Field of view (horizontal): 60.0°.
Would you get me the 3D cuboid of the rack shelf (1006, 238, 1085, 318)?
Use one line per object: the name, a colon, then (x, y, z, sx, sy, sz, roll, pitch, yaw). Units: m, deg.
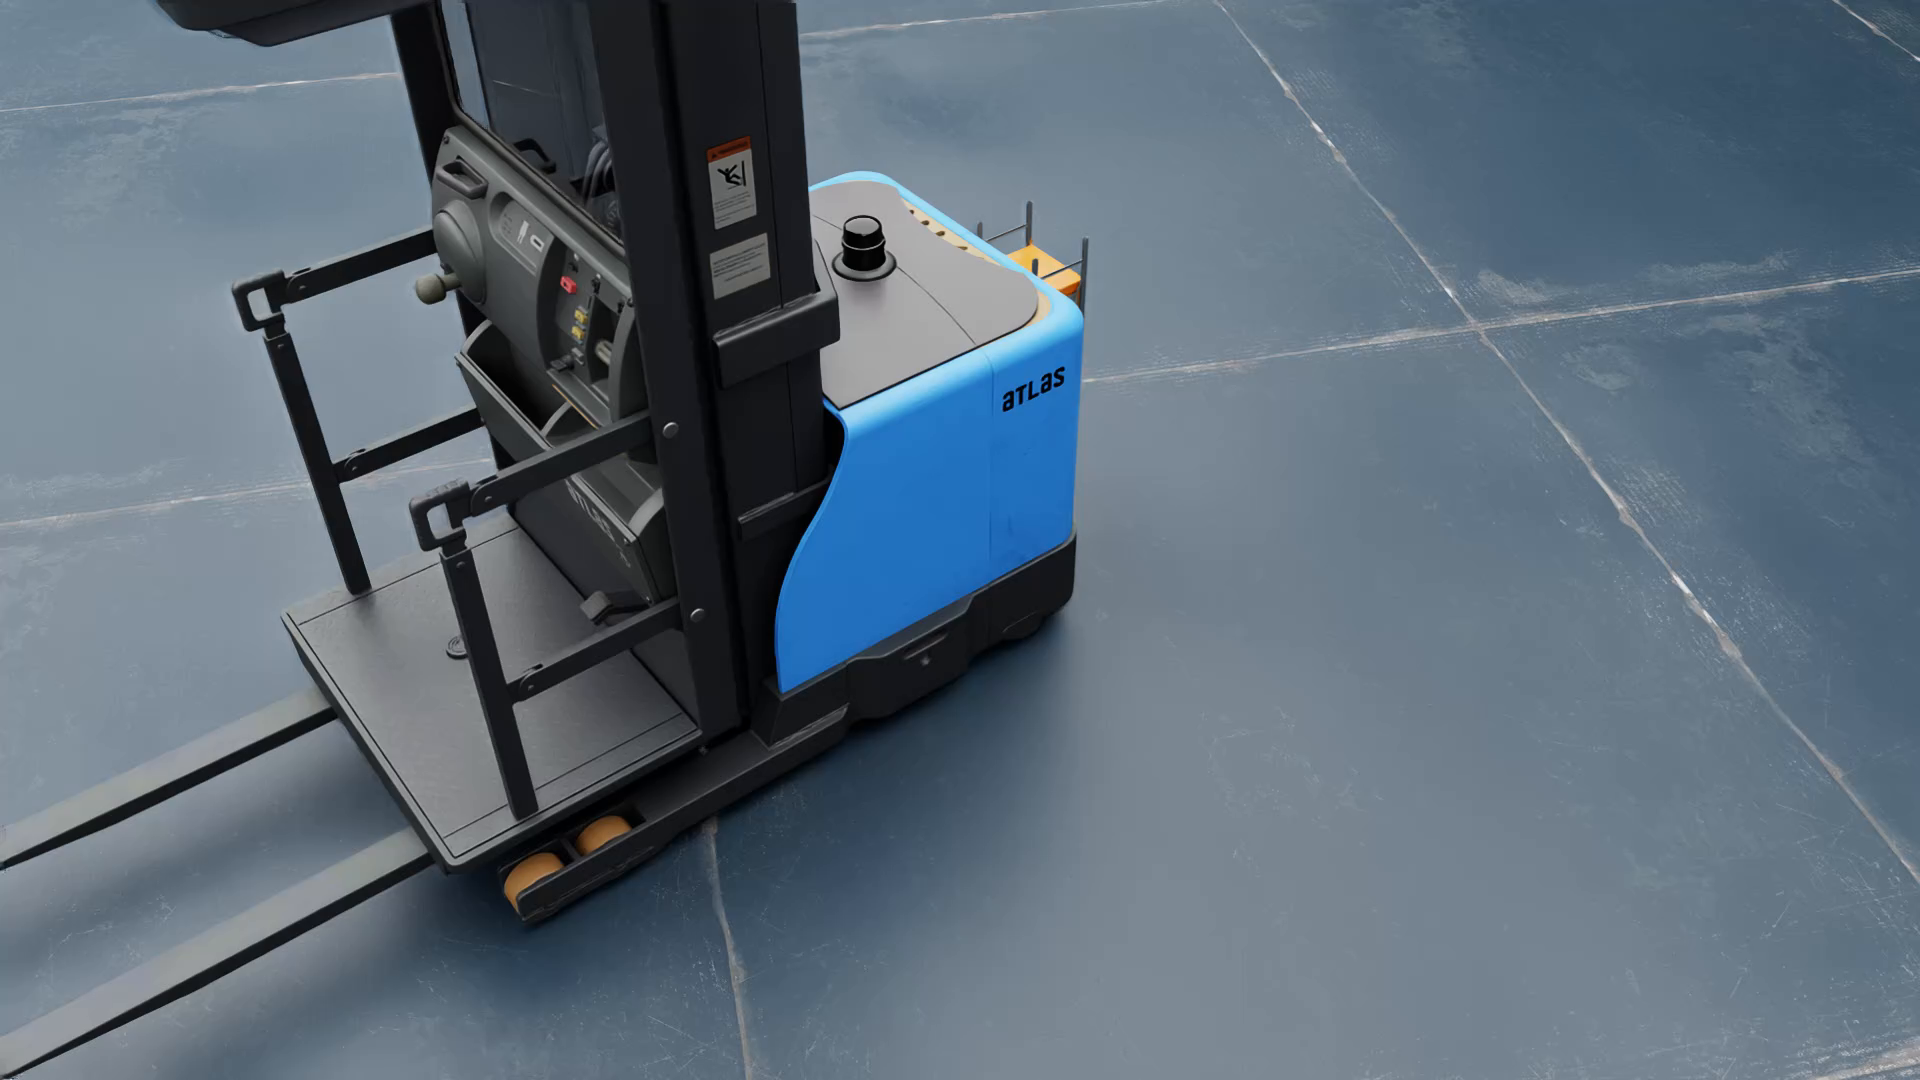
rack shelf: (0.202, -0.678, 4.811, 0.215, 0.259, 0.240, -27, 48, -27)

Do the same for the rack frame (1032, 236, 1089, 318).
rack frame: (0.277, -0.410, 4.920, 0.200, 1.050, 0.008, -27, 48, -27)

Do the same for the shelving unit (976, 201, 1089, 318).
shelving unit: (0.202, -0.473, 4.992, 0.215, 1.050, 0.252, -27, 48, -27)

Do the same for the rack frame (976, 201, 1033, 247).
rack frame: (0.127, -0.537, 5.064, 0.200, 1.050, 0.008, -27, 48, -27)

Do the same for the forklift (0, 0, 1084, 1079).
forklift: (-1.135, -0.545, 3.656, 3.031, 2.935, 1.130, -27, 48, -27)
